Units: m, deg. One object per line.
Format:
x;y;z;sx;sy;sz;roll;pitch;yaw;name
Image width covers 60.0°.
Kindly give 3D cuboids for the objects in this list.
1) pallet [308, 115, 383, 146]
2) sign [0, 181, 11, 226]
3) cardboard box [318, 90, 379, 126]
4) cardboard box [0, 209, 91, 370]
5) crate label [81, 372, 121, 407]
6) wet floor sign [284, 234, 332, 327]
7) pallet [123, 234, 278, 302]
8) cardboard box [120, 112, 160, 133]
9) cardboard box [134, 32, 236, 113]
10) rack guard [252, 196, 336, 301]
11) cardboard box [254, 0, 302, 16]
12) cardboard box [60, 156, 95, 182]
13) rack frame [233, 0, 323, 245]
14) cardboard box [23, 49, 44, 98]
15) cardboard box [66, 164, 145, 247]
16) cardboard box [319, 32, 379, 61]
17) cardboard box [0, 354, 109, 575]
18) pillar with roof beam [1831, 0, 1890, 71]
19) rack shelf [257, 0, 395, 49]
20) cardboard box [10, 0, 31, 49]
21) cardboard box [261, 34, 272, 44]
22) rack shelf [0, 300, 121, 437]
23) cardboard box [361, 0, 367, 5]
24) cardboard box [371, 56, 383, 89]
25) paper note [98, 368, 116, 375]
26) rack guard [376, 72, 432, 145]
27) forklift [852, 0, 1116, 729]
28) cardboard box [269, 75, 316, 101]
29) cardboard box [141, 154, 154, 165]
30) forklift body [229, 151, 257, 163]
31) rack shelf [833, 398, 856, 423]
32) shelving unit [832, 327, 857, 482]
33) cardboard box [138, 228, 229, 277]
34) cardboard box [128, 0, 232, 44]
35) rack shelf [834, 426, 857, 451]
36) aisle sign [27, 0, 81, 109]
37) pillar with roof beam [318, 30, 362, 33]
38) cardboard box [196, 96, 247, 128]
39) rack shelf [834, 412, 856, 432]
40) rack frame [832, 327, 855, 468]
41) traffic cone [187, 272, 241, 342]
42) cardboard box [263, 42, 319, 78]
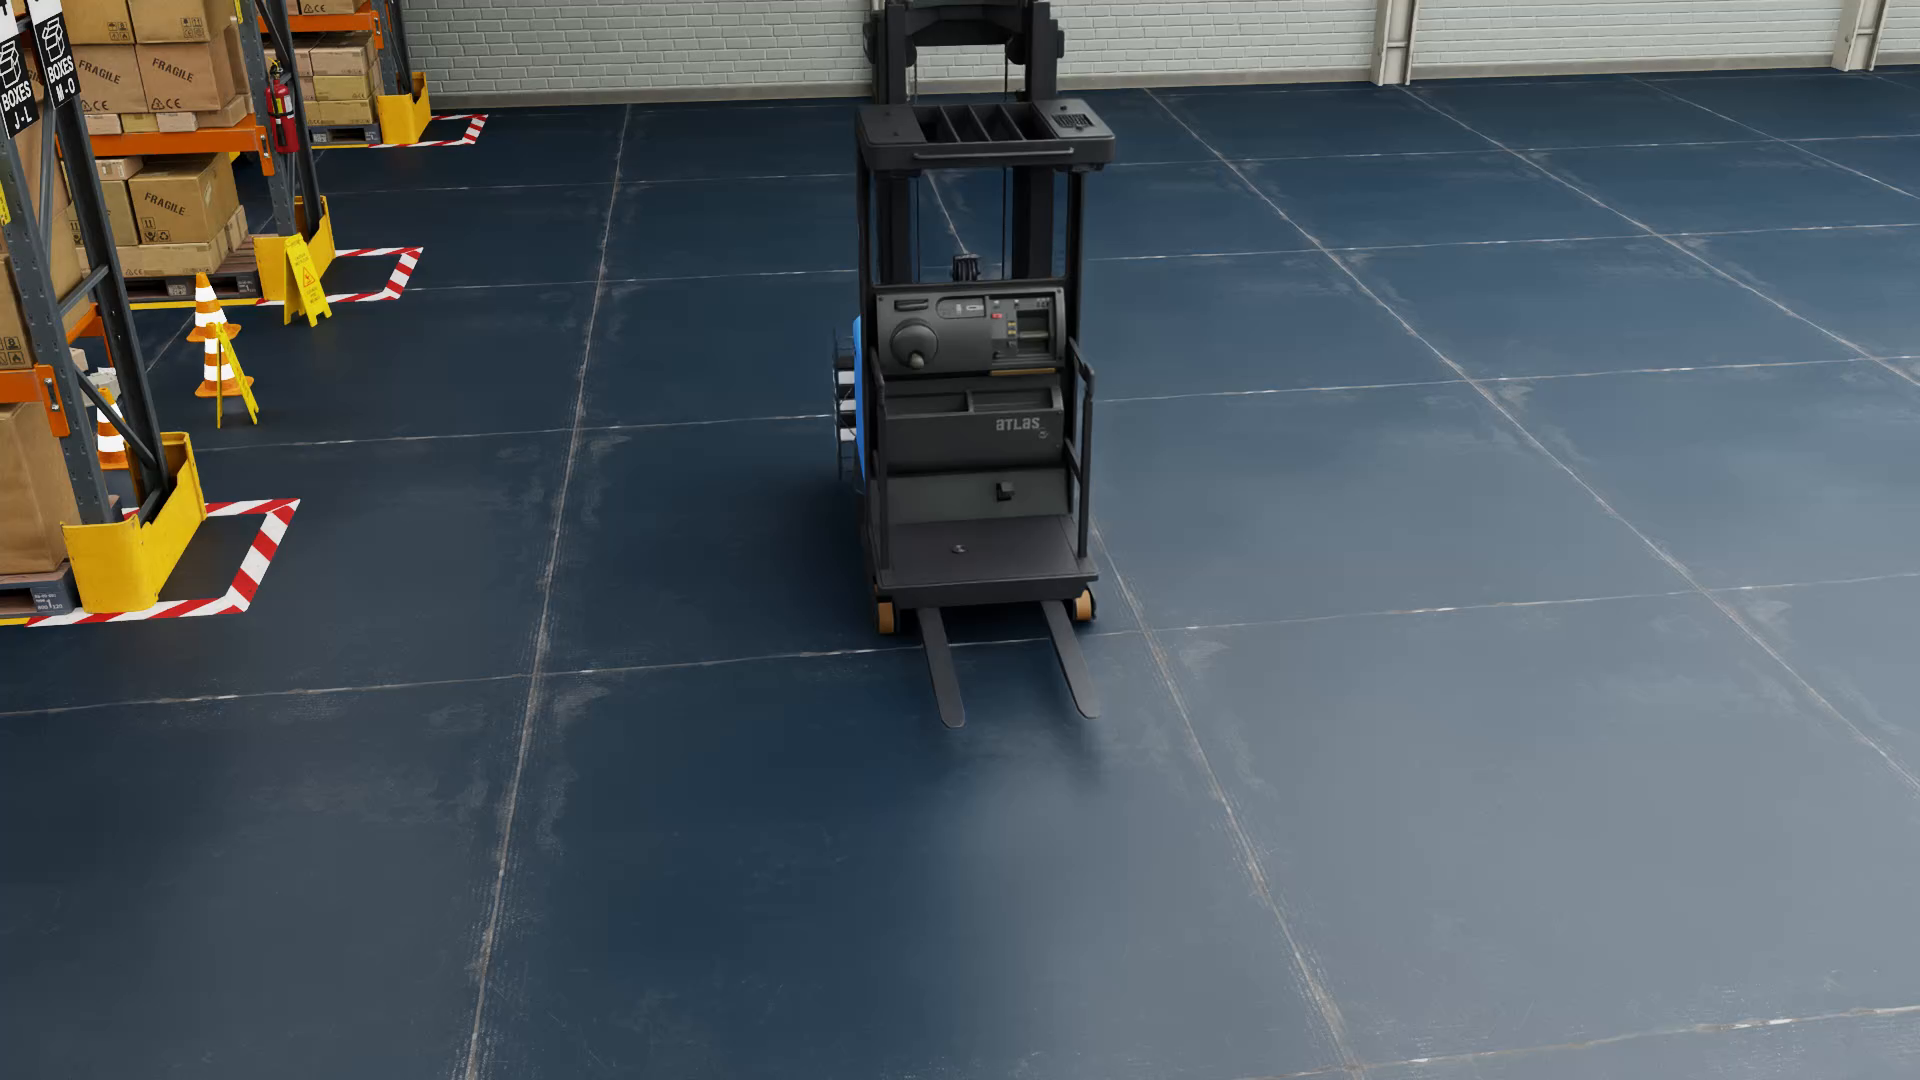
-6.669;-4.391;17.576;1.213;0.211;1.003;-4;27;-7;pallet
-4.370;-1.598;7.552;0.005;0.325;0.100;-4;27;-7;sign
-6.338;-4.490;17.266;0.500;0.250;0.500;-3;27;-7;cardboard box
-4.793;-1.247;8.230;0.550;0.550;0.875;-4;27;-7;cardboard box
-5.746;-1.013;11.074;0.298;0.136;0.250;-20;33;-33;crate label
-4.885;-1.936;12.317;0.232;0.644;0.267;6;28;11;wet floor sign
-6.106;-2.174;13.256;1.213;0.211;1.003;-4;27;-7;pallet
-6.055;-3.150;12.379;0.250;0.149;0.380;-4;27;-8;cardboard box
-5.721;-3.473;12.298;0.500;0.500;0.500;-4;27;-8;cardboard box
-5.297;-2.338;13.260;0.348;0.500;1.175;-4;27;-7;rack guard
-6.883;-5.565;16.700;0.500;0.500;0.500;-3;27;-5;cardboard box
-6.582;-2.804;12.449;0.250;0.149;0.380;-3;27;-6;cardboard box
-5.222;-3.455;12.698;0.127;3.000;1.000;-4;27;-7;rack frame
-6.713;-3.413;12.181;0.500;0.500;0.500;-4;27;-7;cardboard box
-6.495;-2.549;12.662;0.500;0.500;0.500;-3;27;-5;cardboard box
-6.419;-5.162;17.482;0.500;0.250;0.500;-4;27;-8;cardboard box
-5.094;-0.393;8.597;0.875;0.875;0.875;-4;27;-7;cardboard box
11.692;-7.930;14.848;0.400;9.000;9.100;-4;27;-7;pillar with roof beam
-7.898;-5.252;16.988;4.000;0.370;1.077;-4;27;-7;rack shelf
-6.690;-3.838;11.914;0.500;0.500;0.700;-4;27;-8;cardboard box
-7.410;-5.102;17.364;0.500;0.250;0.500;-4;27;-7;cardboard box
-6.413;-0.777;8.266;4.000;0.370;1.077;-4;27;-7;rack shelf
-6.446;-5.838;17.232;0.500;0.500;0.500;-3;27;-5;cardboard box
-6.412;-4.949;17.614;0.500;0.250;0.500;-3;27;-6;cardboard box
-5.881;-1.174;11.505;0.142;0.019;0.148;-14;30;-25;paper note
-5.893;-4.588;17.645;0.348;0.500;1.175;-4;27;-7;rack guard
0.086;-0.999;7.987;1.130;2.935;3.031;-3;27;-7;forklift
-6.854;-4.686;17.100;0.500;0.250;0.500;-4;27;-8;cardboard box
-6.600;-2.789;13.131;0.500;0.500;0.500;-5;28;-9;cardboard box
-7.541;-4.376;15.423;1.214;2.155;2.313;-4;27;-7;forklift body
-0.616;-0.773;9.844;0.258;0.077;0.200;-3;27;-6;rack shelf
-0.616;-0.803;9.829;0.258;0.900;0.210;-3;27;-6;shelving unit
-6.009;-2.244;12.890;0.500;0.250;0.500;-4;27;-7;cardboard box
-5.697;-3.946;12.124;0.500;0.500;0.700;-4;27;-8;cardboard box
-0.616;-0.613;9.927;0.258;0.077;0.200;-3;27;-6;rack shelf
-4.404;-2.521;8.029;0.004;0.787;0.394;-4;27;-7;aisle sign
-6.132;-6.785;12.617;0.400;9.000;9.100;-4;27;-7;pillar with roof beam
-5.562;-3.223;12.521;0.250;0.149;0.380;-3;27;-5;cardboard box
-0.616;-0.693;9.886;0.258;0.077;0.200;-3;27;-6;rack shelf
-0.628;-0.849;9.919;0.240;0.900;0.006;-3;27;-6;rack frame
-5.468;-1.716;12.088;0.334;0.463;0.336;-4;27;-7;traffic cone
-6.834;-4.902;16.974;0.500;0.250;0.500;-3;27;-6;cardboard box
